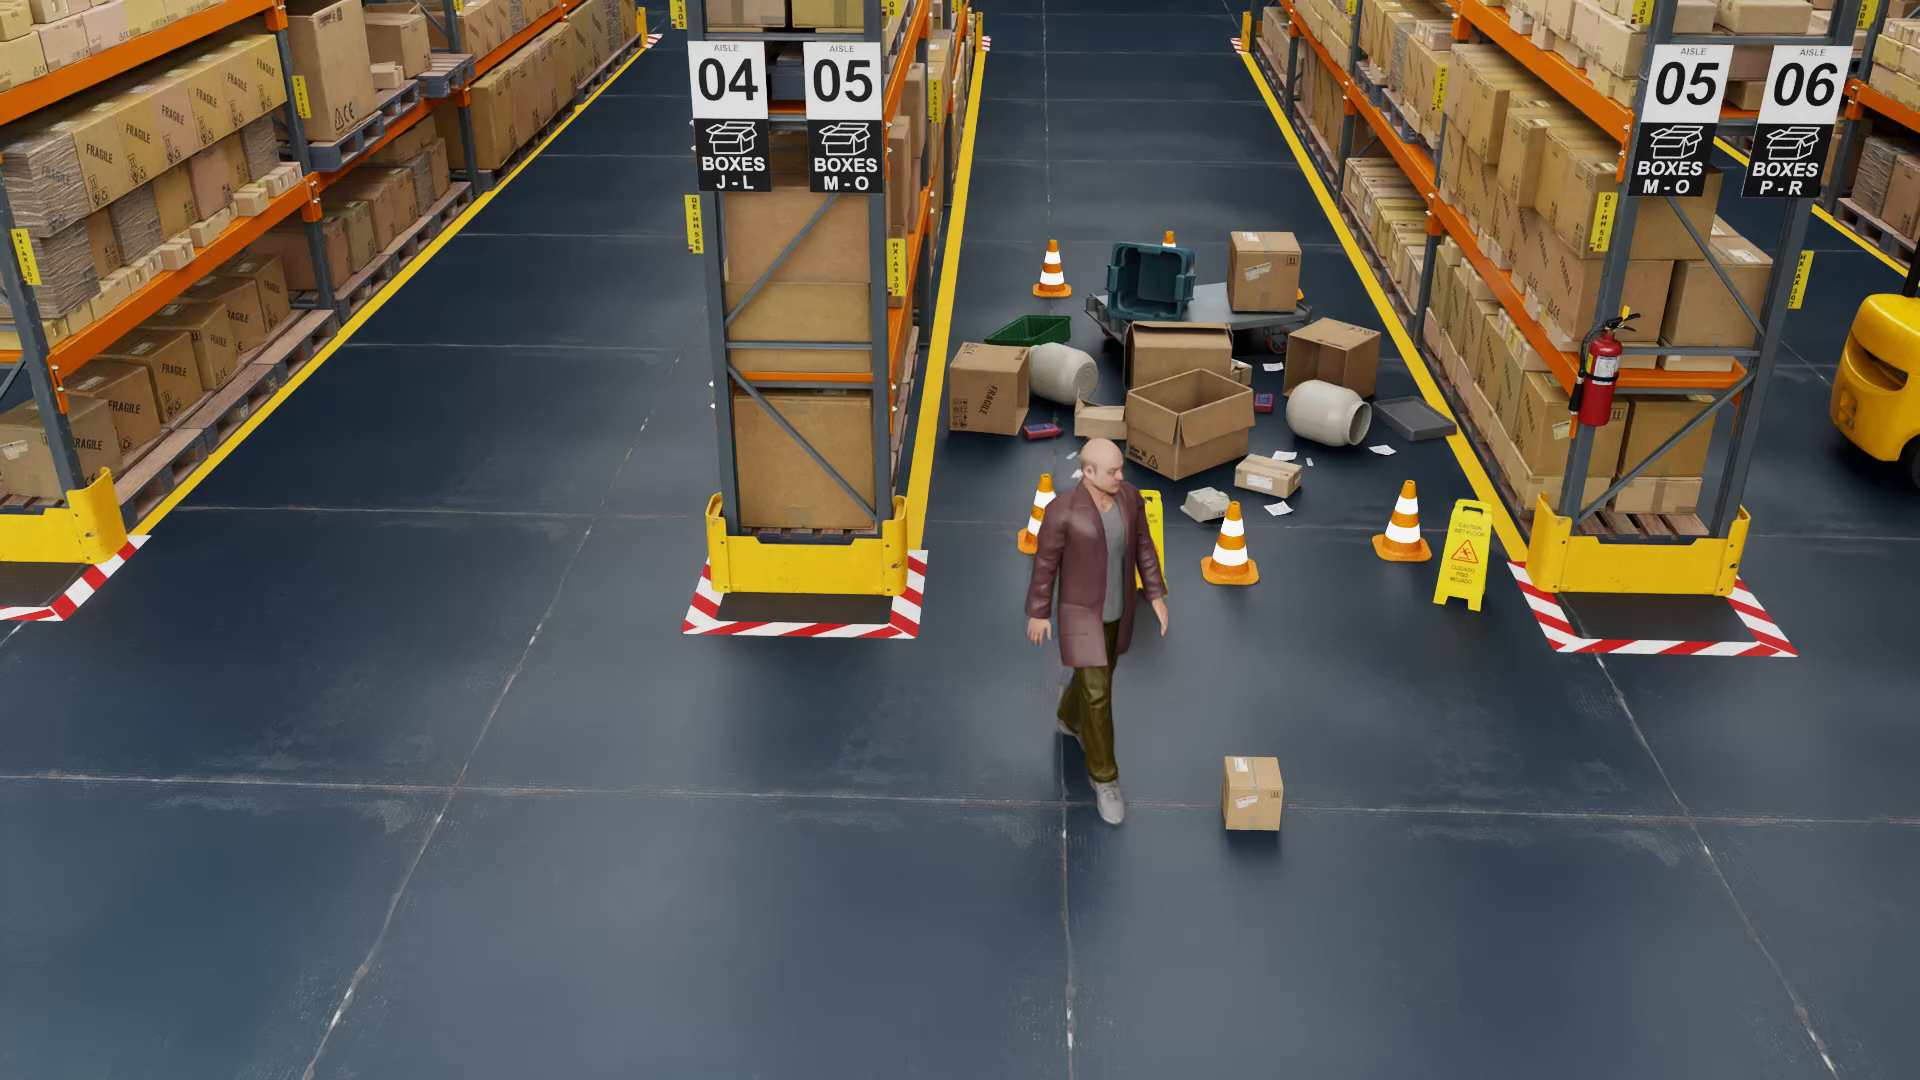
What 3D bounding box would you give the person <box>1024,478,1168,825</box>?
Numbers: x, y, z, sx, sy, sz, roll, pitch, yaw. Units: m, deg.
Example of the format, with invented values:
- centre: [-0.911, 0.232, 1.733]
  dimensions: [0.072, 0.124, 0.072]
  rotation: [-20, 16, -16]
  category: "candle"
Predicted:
- centre: [0.698, 0.461, 7.974]
  dimensions: [0.653, 1.588, 0.812]
  rotation: [-17, 32, -30]
  category: "person"
